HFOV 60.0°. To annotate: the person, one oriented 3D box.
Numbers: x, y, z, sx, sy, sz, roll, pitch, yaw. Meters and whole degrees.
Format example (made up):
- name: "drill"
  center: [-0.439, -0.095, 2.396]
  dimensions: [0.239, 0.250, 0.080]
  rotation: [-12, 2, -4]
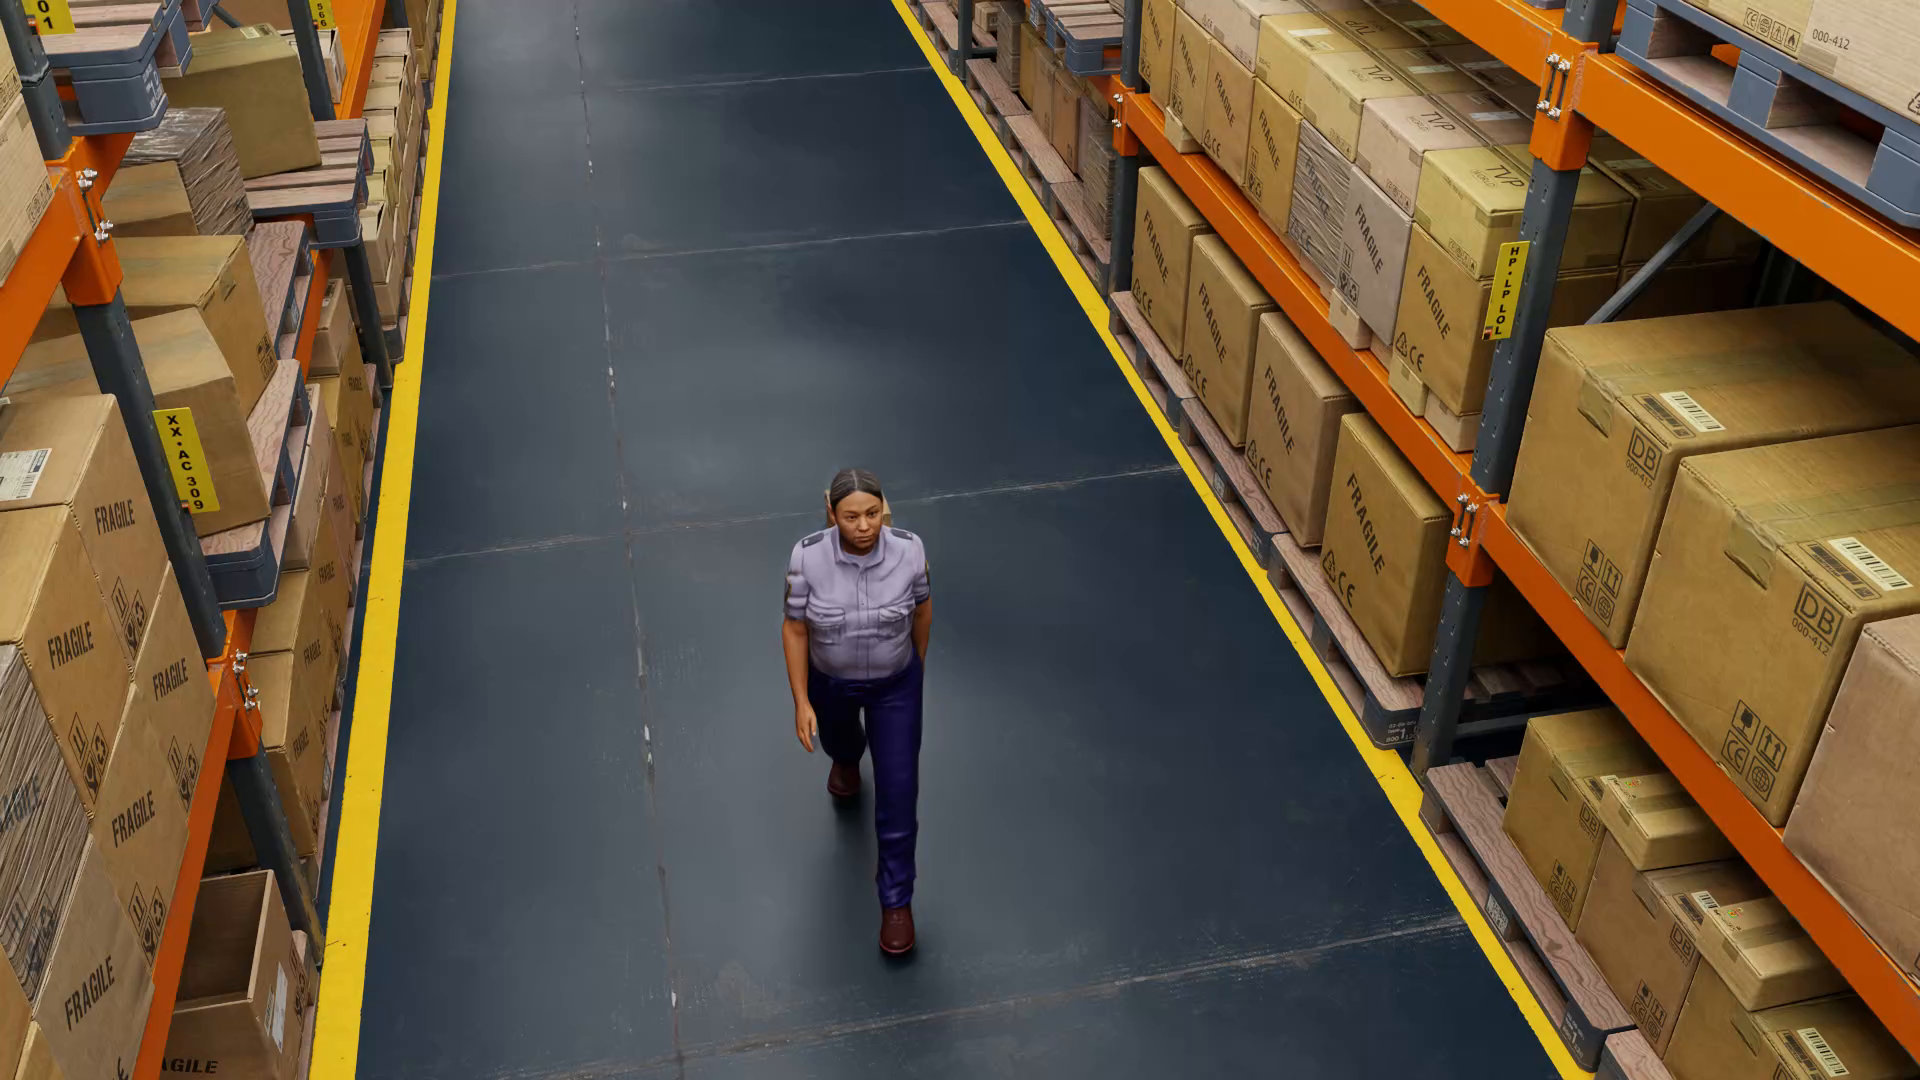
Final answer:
- name: "person"
  center: [-0.330, 0.464, 5.479]
  dimensions: [0.482, 1.590, 1.025]
  rotation: [-1, 35, -1]
